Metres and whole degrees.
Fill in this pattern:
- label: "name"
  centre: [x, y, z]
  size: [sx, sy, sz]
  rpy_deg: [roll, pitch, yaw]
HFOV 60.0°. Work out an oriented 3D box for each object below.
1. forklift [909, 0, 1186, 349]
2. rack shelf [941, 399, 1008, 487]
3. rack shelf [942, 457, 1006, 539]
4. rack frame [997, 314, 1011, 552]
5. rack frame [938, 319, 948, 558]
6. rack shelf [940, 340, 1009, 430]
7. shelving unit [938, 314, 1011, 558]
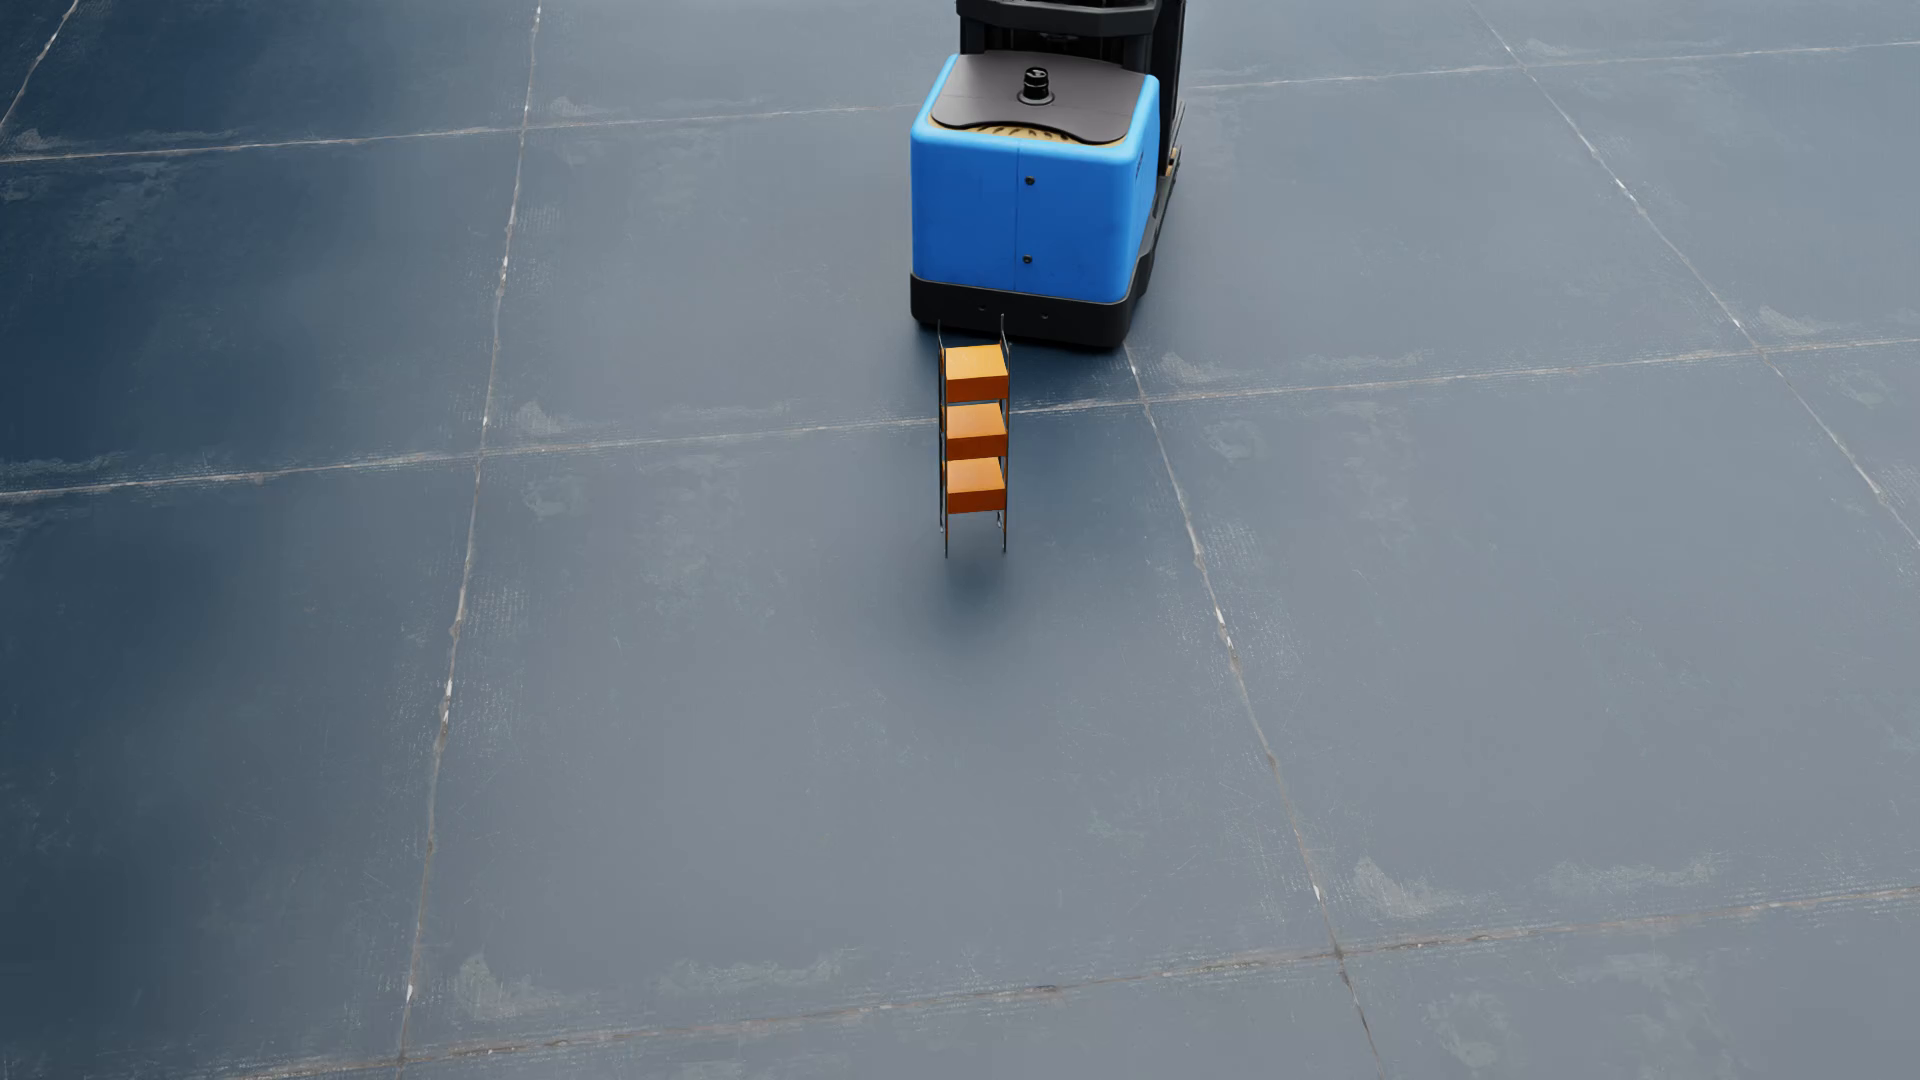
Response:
- label: "forklift"
  centre: [0.593, -2.988, 8.071]
  size: [1.130, 2.935, 3.031]
  rpy_deg: [9, 43, 10]
- label: "rack shelf"
  centre: [0.053, -0.387, 6.608]
  size: [0.240, 0.259, 0.215]
  rpy_deg: [-5, 42, -6]
- label: "rack shelf"
  centre: [0.053, -0.180, 6.794]
  size: [0.240, 0.259, 0.215]
  rpy_deg: [-5, 42, -6]
- label: "rack frame"
  centre: [0.174, -0.405, 6.612]
  size: [0.008, 1.050, 0.200]
  rpy_deg: [-5, 42, -6]
- label: "rack frame"
  centre: [-0.068, -0.384, 6.589]
  size: [0.008, 1.050, 0.200]
  rpy_deg: [-5, 42, -6]
- label: "rack shelf"
  centre: [0.053, -0.597, 6.418]
  size: [0.240, 0.259, 0.215]
  rpy_deg: [-5, 42, -6]
- label: "shelving unit"
  centre: [0.053, -0.394, 6.601]
  size: [0.252, 1.050, 0.215]
  rpy_deg: [-5, 42, -6]
